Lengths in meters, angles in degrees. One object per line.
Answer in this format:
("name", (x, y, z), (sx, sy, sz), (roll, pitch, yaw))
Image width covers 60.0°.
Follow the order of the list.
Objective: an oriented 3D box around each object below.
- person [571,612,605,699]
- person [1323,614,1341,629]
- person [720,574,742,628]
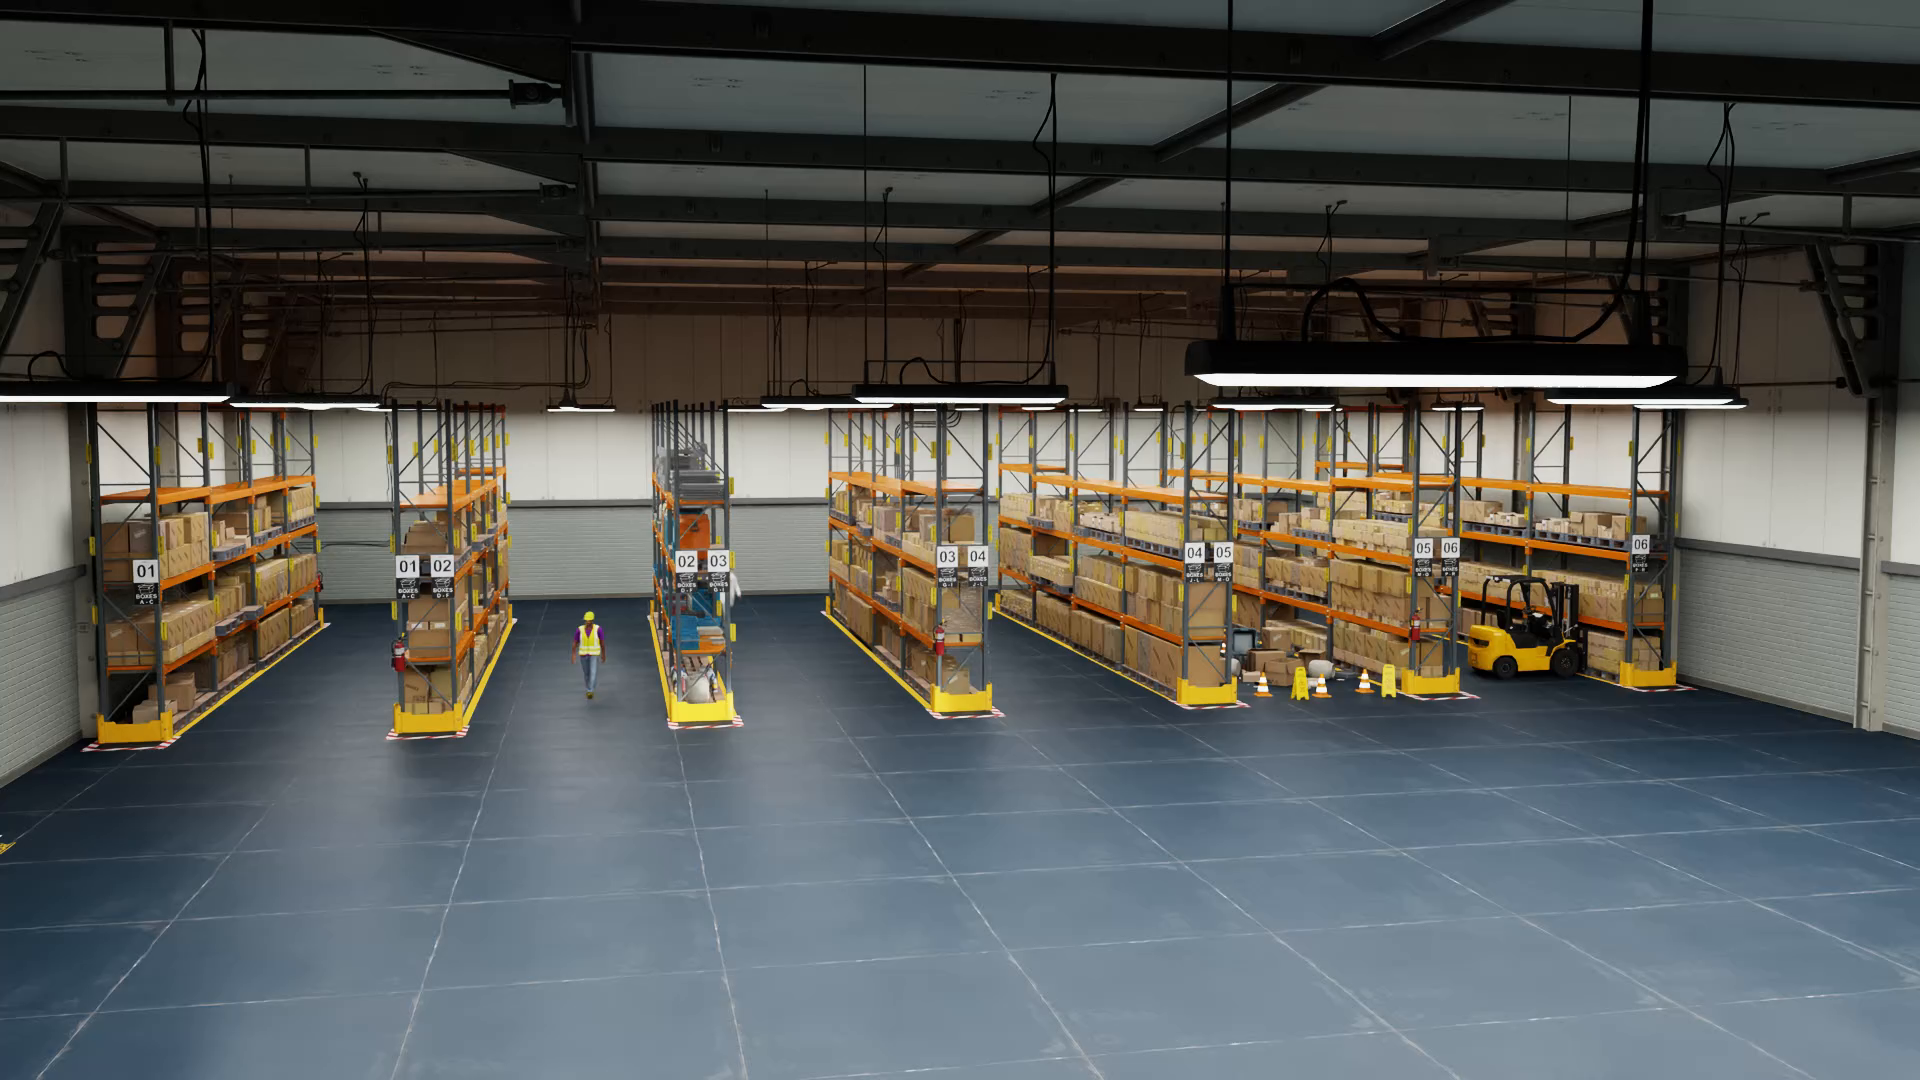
("person", (-7.516, 2.320, 33.559), (0.630, 1.734, 0.950), (0, 4, -3))
("person", (9.829, 1.551, 43.533), (0.609, 1.786, 0.463), (-3, 5, -38))
("person", (-6.144, 1.525, 44.055), (0.638, 1.772, 1.031), (-3, 5, -33))
